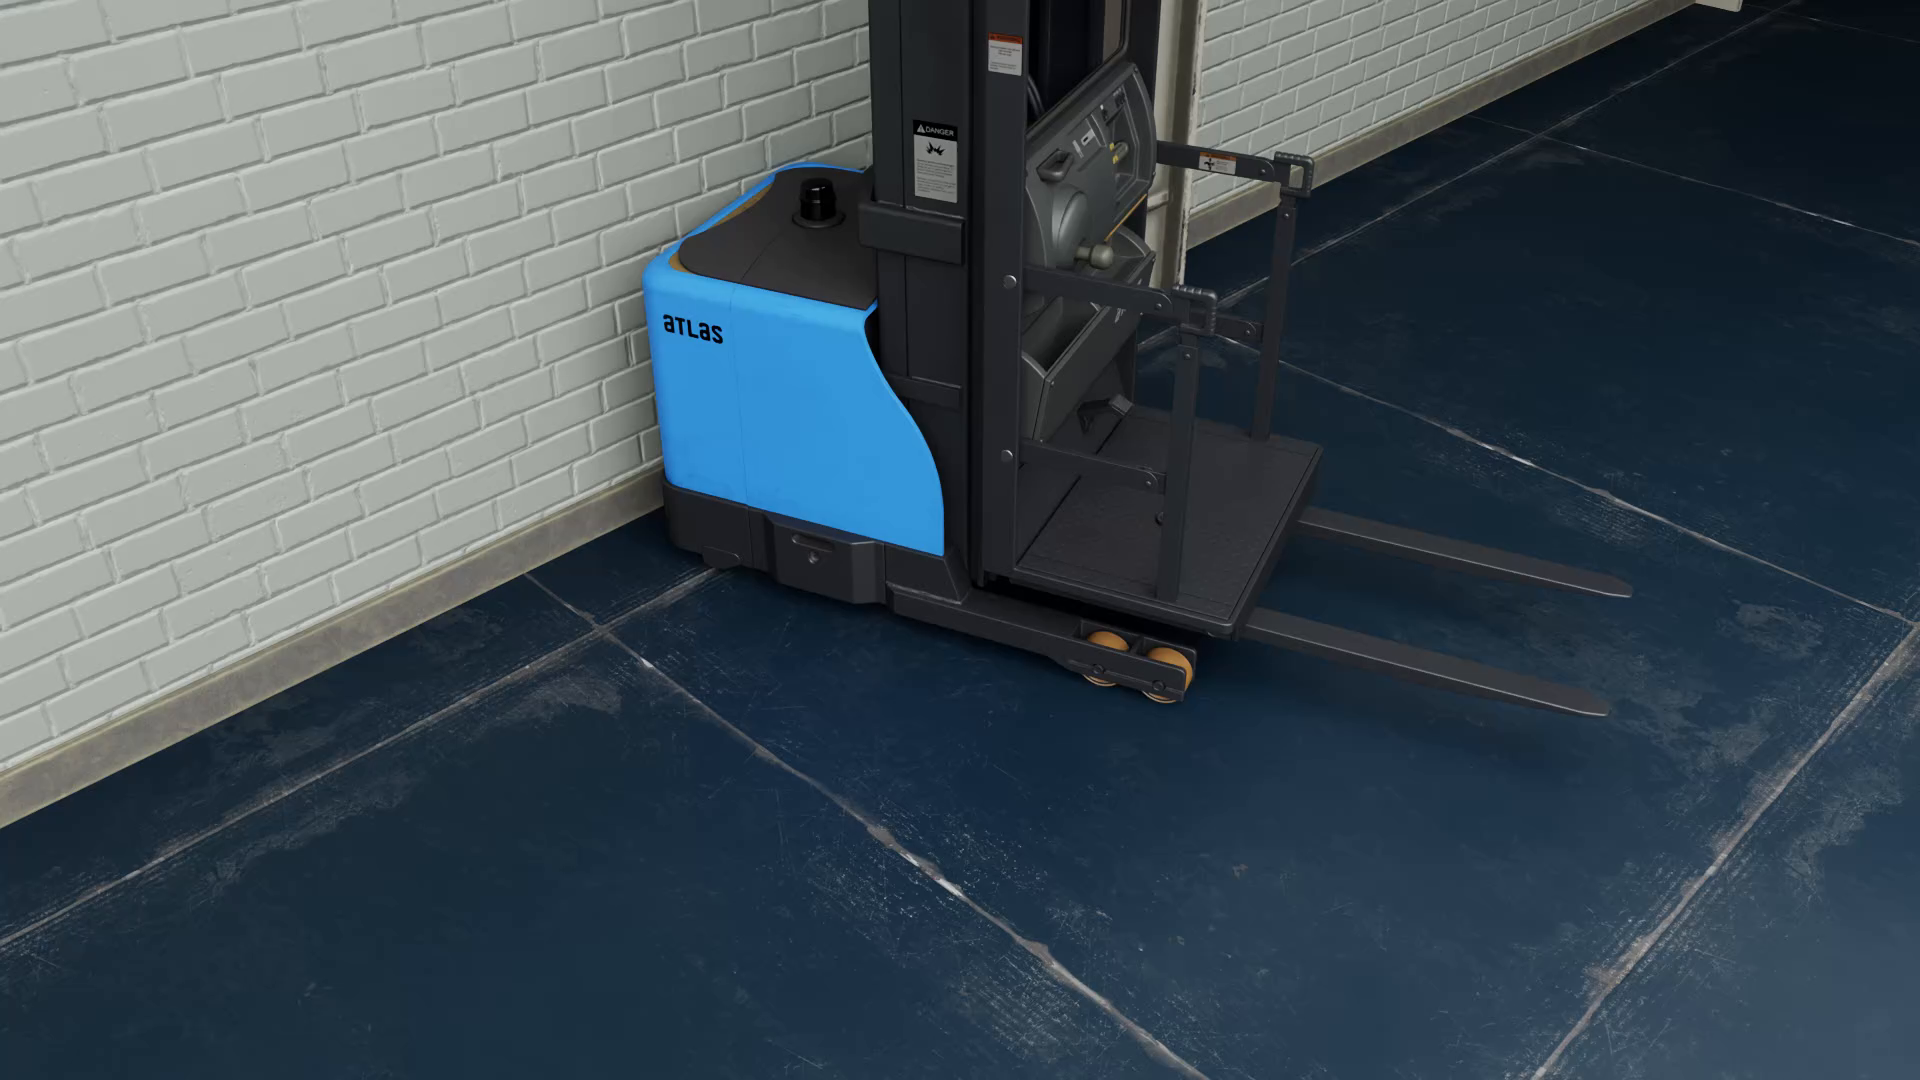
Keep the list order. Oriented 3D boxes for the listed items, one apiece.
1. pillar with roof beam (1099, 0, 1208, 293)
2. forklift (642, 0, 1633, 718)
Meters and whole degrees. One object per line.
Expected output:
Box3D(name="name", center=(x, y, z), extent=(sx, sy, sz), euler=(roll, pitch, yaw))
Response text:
Box3D(name="pillar with roof beam", center=(3.789, -3.016, 2.208), extent=(9.100, 9.000, 0.400), euler=(30, 45, 35))
Box3D(name="forklift", center=(0.568, -1.056, 4.701), extent=(3.031, 2.935, 1.130), euler=(14, 37, 20))
